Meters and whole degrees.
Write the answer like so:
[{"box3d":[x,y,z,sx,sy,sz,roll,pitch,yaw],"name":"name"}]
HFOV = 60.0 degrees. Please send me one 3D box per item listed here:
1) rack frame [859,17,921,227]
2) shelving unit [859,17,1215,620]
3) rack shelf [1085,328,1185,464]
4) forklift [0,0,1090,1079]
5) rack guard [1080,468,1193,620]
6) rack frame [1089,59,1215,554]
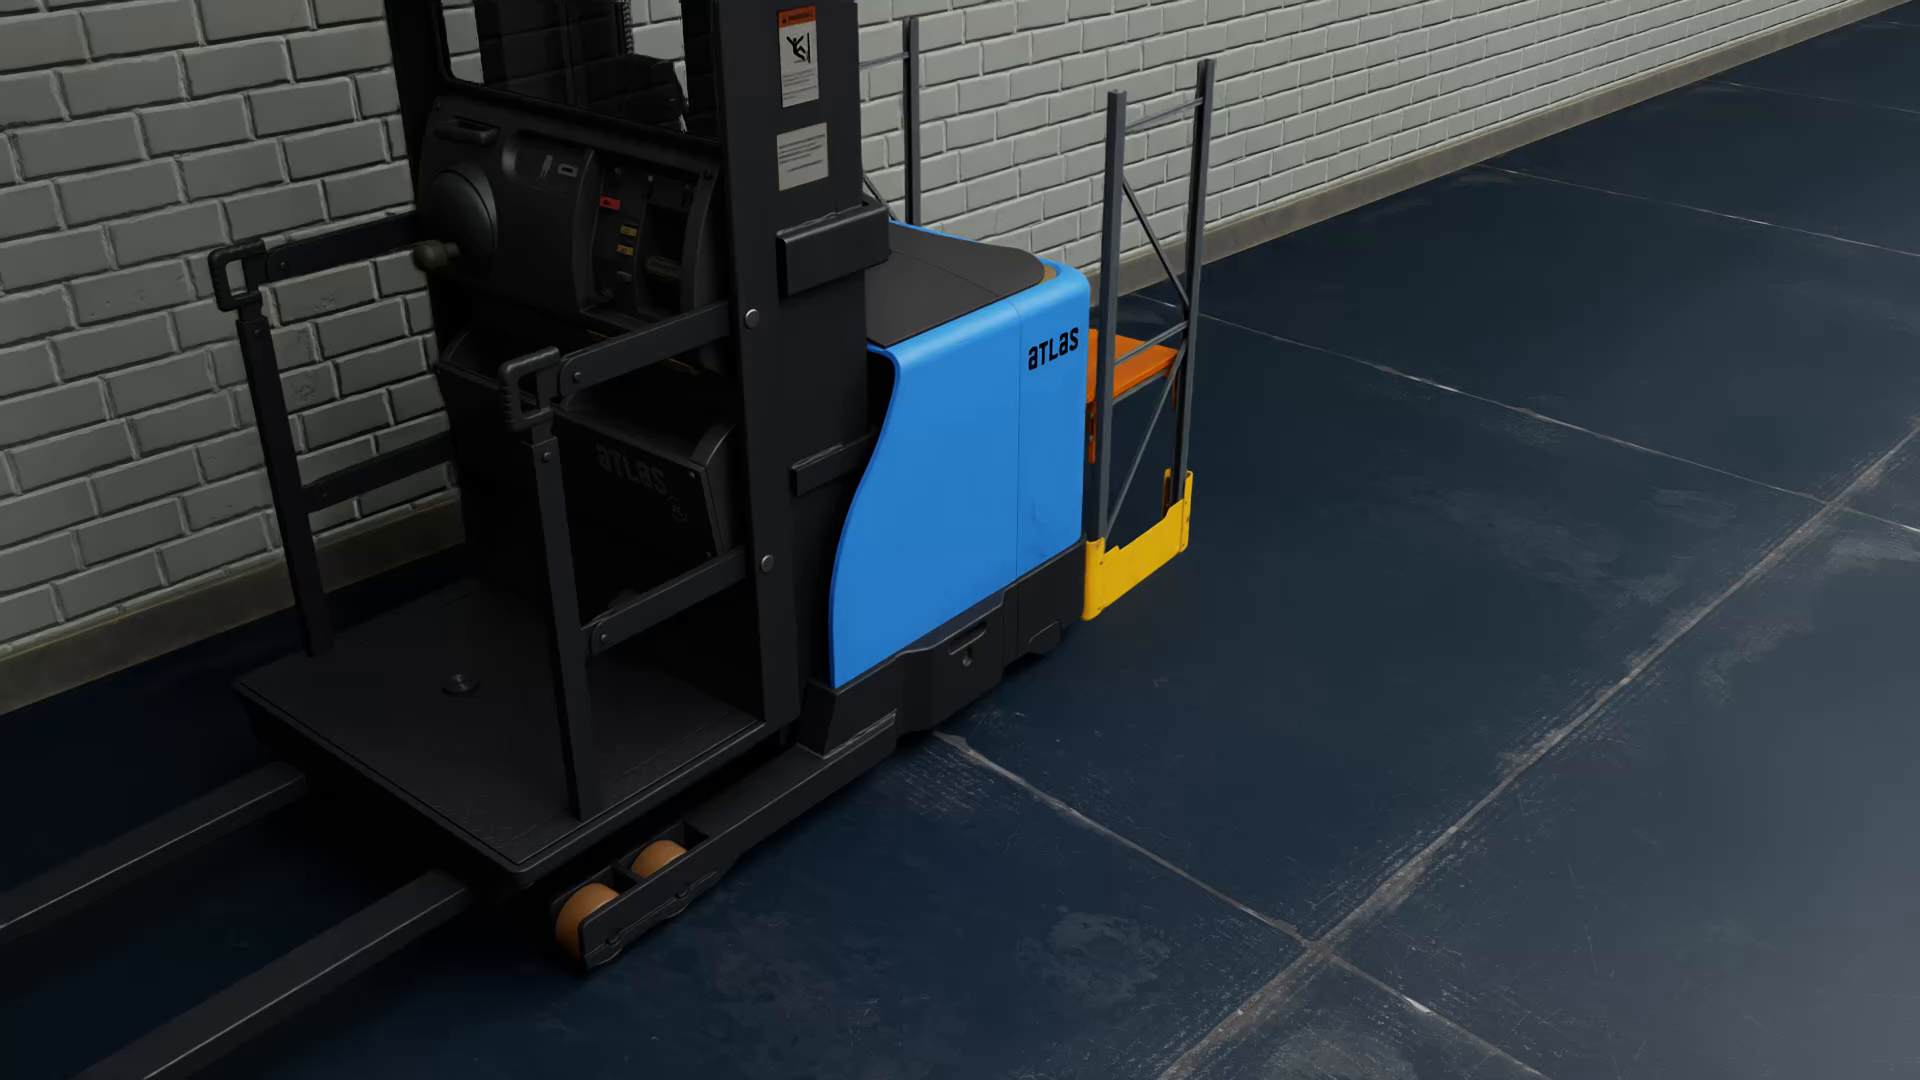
[{"box3d":[-0.285,-0.828,5.213,0.032,1.500,0.500,19,33,32],"name":"rack frame"},{"box3d":[0.115,-0.689,4.949,1.083,1.500,0.587,19,33,32],"name":"shelving unit"},{"box3d":[0.122,-0.527,5.028,1.000,0.185,0.538,19,33,32],"name":"rack shelf"},{"box3d":[-0.976,-0.660,3.355,1.130,2.935,3.031,21,34,34],"name":"forklift"},{"box3d":[0.515,0.002,4.977,0.087,0.250,0.587,19,33,32],"name":"rack guard"},{"box3d":[0.530,-0.545,4.676,0.032,1.500,0.500,19,33,32],"name":"rack frame"}]
